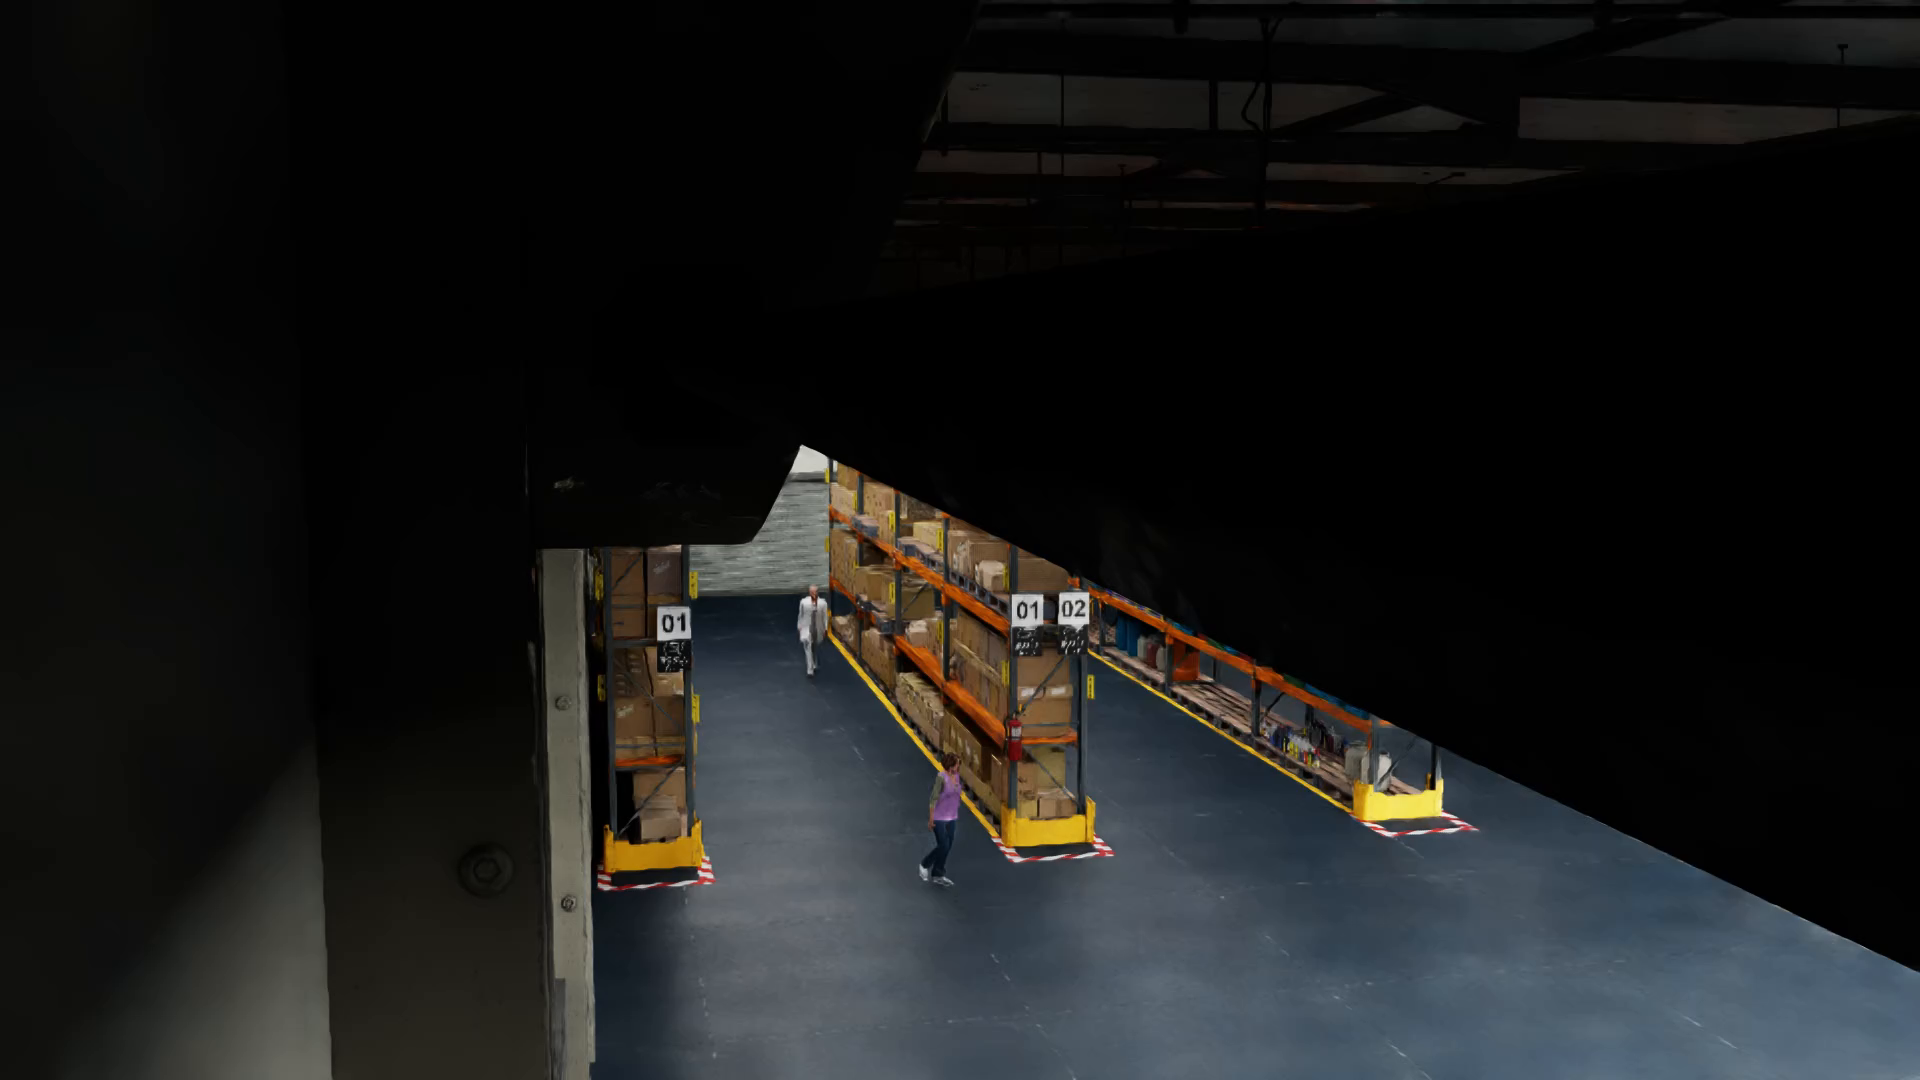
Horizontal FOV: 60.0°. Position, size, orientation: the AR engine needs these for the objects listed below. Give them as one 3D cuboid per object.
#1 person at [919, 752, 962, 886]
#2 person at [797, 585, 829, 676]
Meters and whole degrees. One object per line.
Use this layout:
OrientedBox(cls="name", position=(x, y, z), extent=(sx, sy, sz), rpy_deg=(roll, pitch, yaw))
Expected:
OrientedBox(cls="person", position=(-0.227, 3.246, 19.404), extent=(0.472, 1.589, 0.477), rpy_deg=(5, 9, 39))
OrientedBox(cls="person", position=(-2.800, 1.696, 31.816), extent=(0.588, 1.700, 1.193), rpy_deg=(-2, 7, -14))
